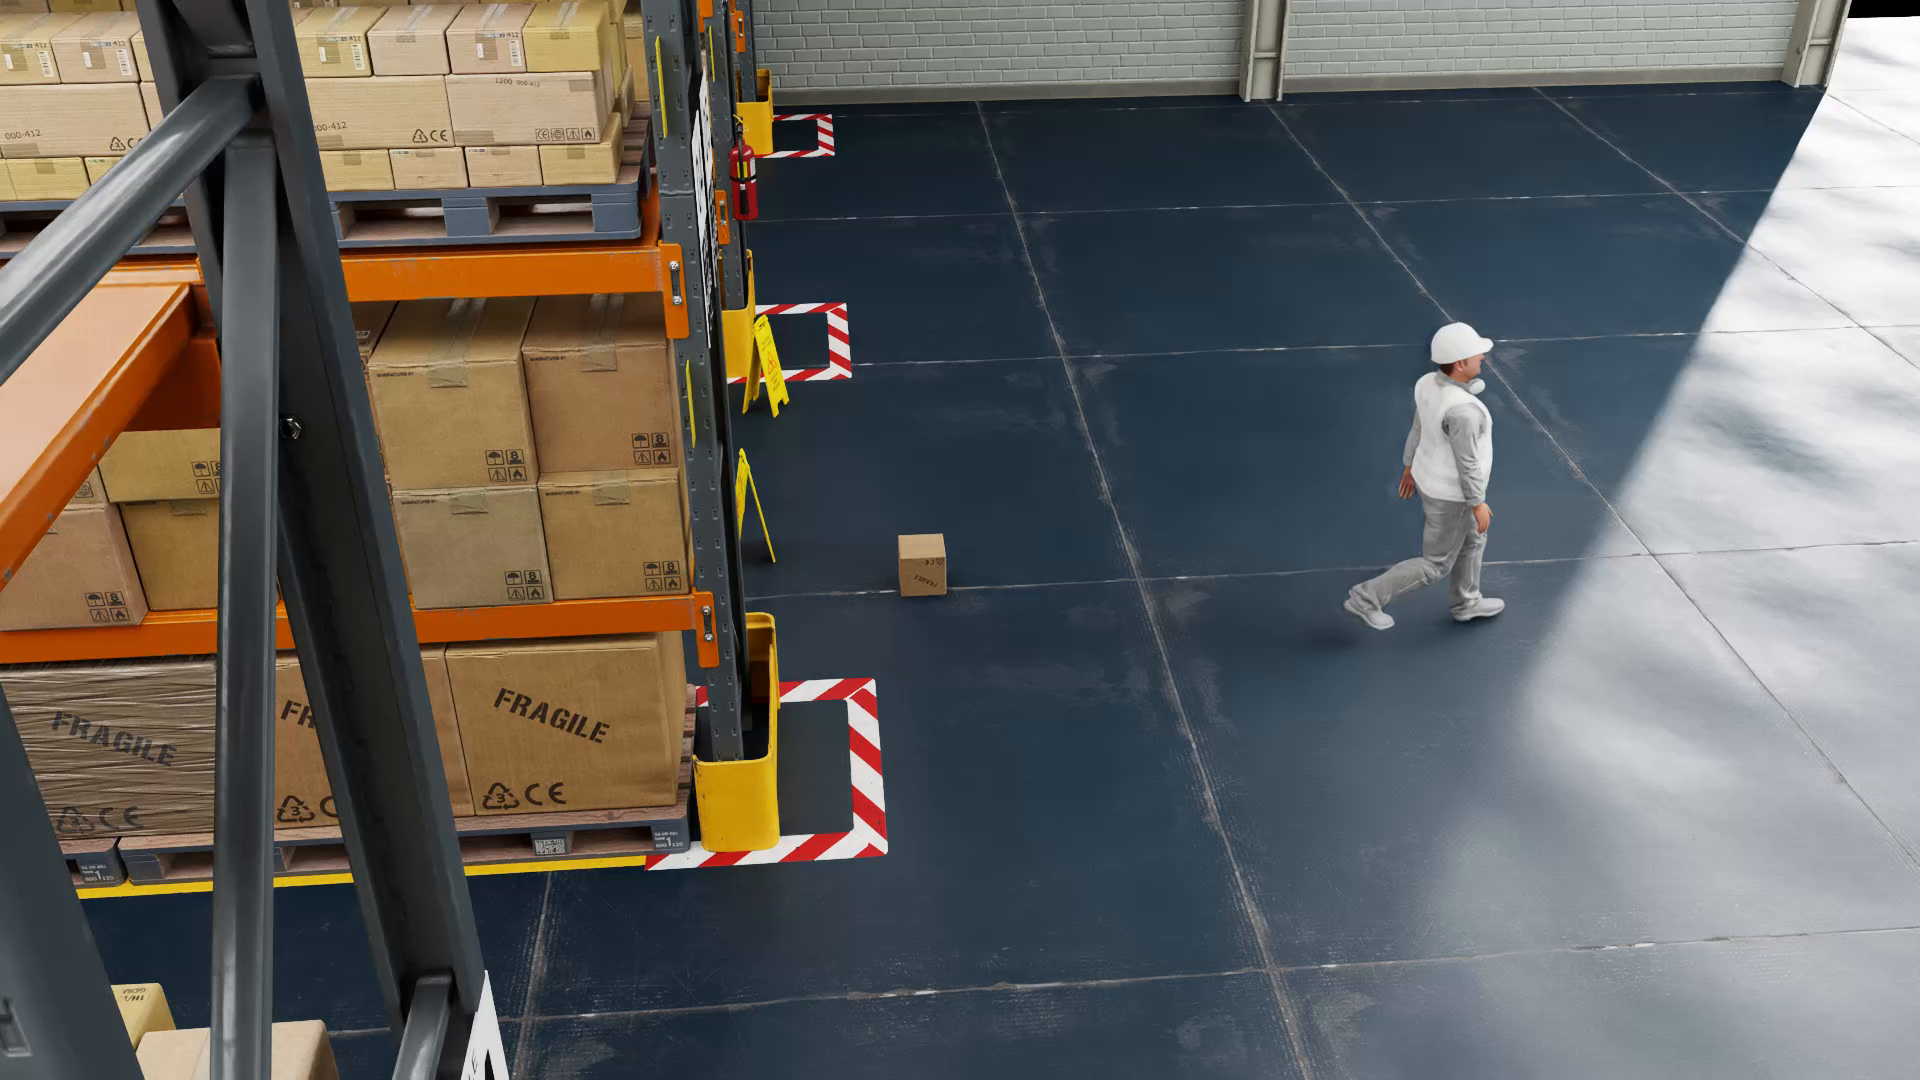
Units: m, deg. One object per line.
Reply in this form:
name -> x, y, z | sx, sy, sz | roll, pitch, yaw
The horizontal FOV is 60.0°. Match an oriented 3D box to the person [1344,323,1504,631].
person -> 2.484, -0.287, 8.501 | 0.949, 1.730, 0.552 | -1, 31, -2
